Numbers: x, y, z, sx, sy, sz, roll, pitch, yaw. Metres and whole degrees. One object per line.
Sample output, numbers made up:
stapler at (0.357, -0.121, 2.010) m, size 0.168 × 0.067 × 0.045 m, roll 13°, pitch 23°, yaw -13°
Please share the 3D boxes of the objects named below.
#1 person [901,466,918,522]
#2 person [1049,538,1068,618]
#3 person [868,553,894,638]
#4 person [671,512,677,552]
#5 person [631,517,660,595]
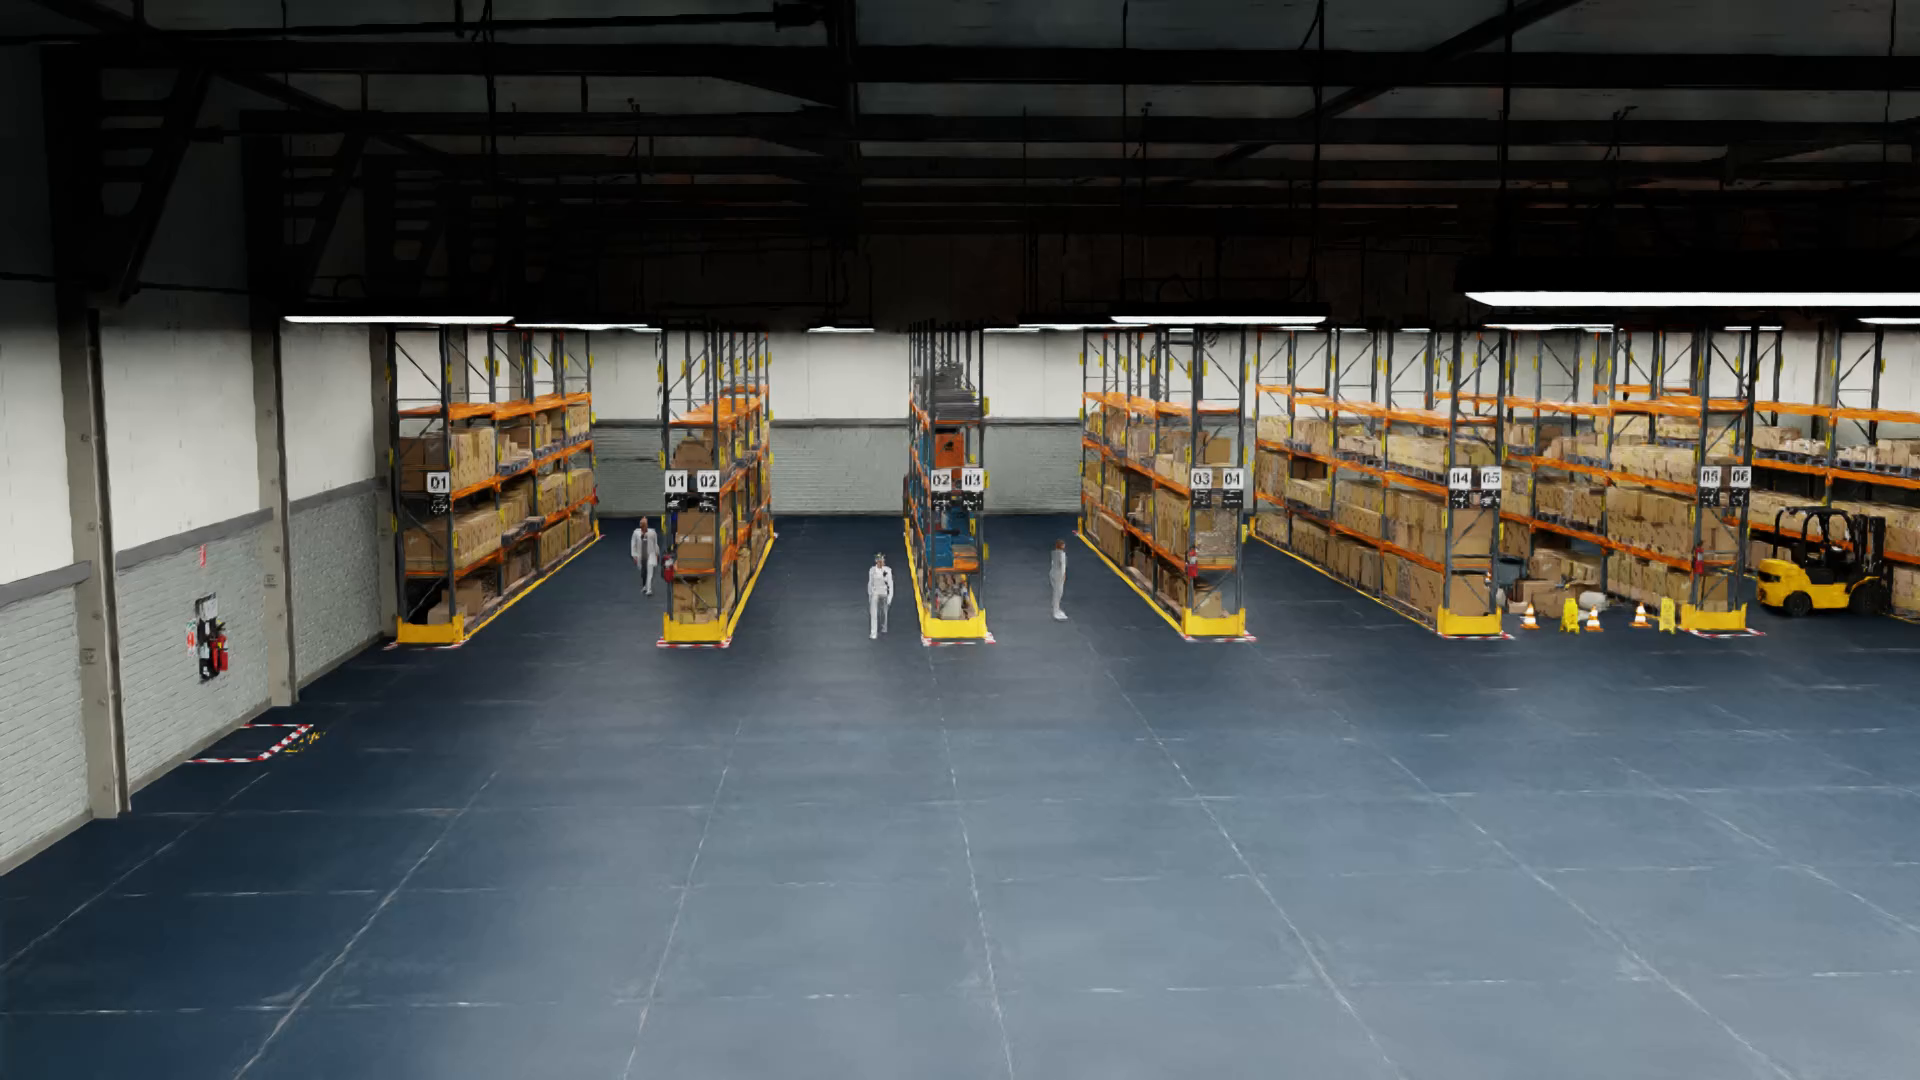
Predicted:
person at (-1.471, -1.432, 50.948) m, size 0.616 × 1.735 × 1.017 m, roll 2°, pitch 7°, yaw 12°
person at (2.024, 0.770, 33.668) m, size 0.419 × 1.590 × 0.504 m, roll -4°, pitch 8°, yaw -30°
person at (-1.502, 1.023, 31.529) m, size 0.491 × 1.581 × 1.056 m, roll 0°, pitch 7°, yaw 0°
person at (-7.358, -0.396, 43.126) m, size 0.447 × 1.570 × 1.063 m, roll 0°, pitch 7°, yaw -1°
person at (-6.951, 0.342, 36.682) m, size 0.598 × 1.686 × 1.194 m, roll 0°, pitch 7°, yaw -1°
